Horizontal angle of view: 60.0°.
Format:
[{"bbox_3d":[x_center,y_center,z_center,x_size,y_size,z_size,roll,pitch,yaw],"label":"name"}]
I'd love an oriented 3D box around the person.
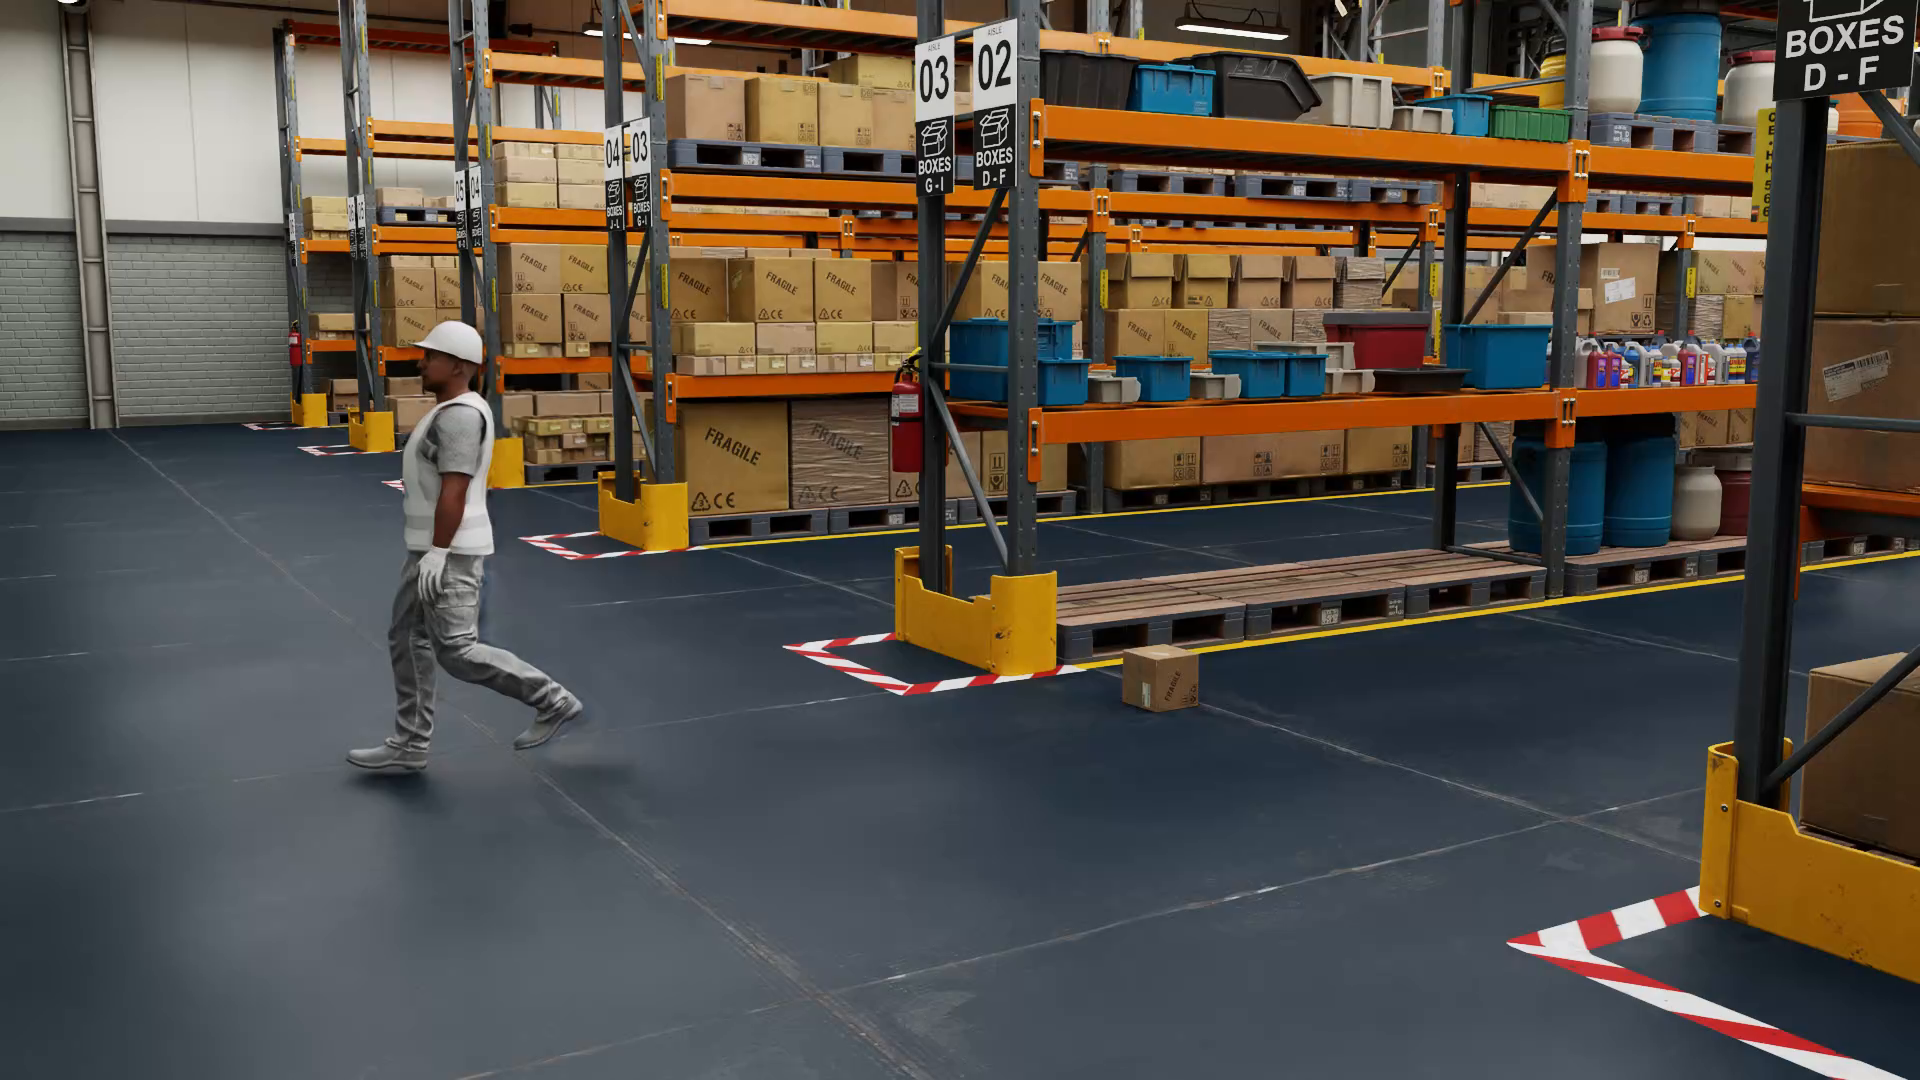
[{"bbox_3d":[-1.958,0.032,6.477,0.902,1.758,0.569,-2,8,-17],"label":"person"}]
